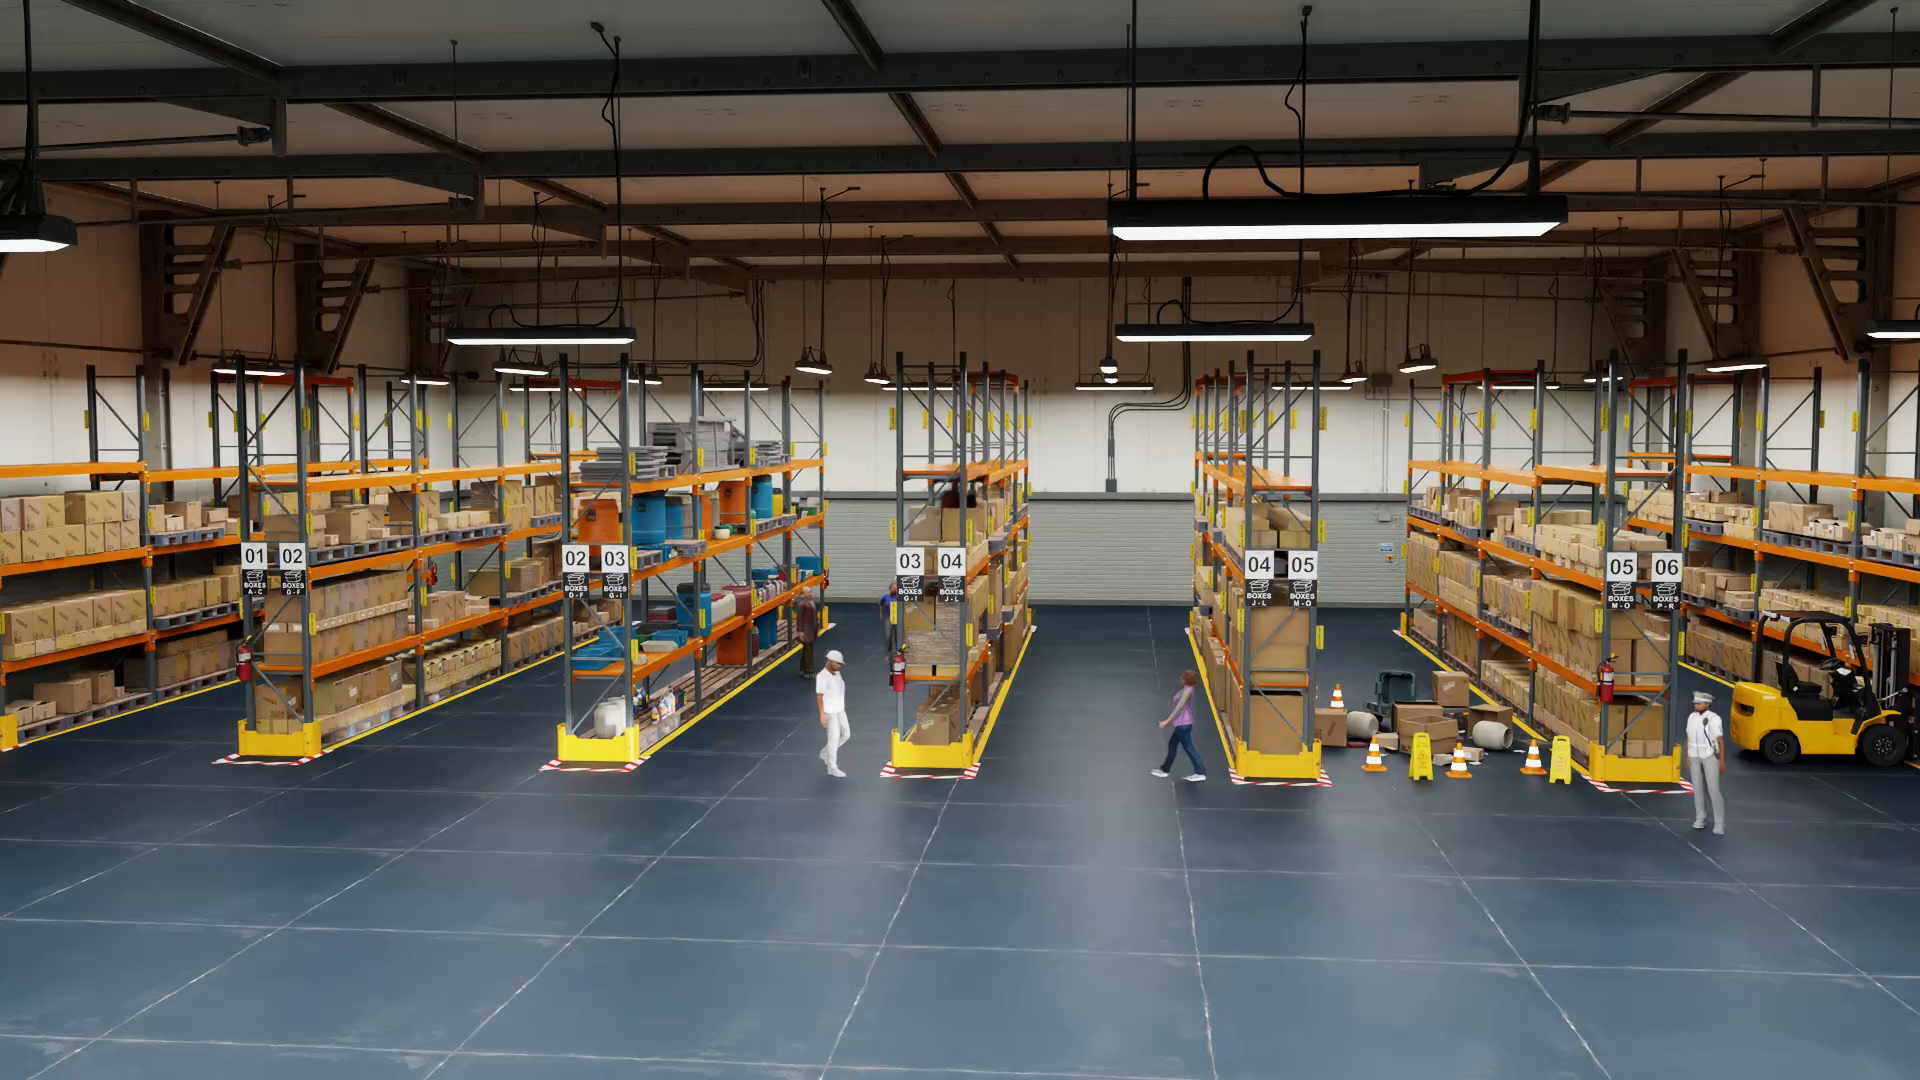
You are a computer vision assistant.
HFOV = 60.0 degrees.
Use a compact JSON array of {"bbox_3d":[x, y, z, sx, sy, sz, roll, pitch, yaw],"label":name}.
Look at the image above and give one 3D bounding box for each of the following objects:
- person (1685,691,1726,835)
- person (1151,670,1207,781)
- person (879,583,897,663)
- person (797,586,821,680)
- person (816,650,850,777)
[{"bbox_3d":[9.192,2.722,20.455,0.374,1.712,0.608,-3,5,-33],"label":"person"},{"bbox_3d":[3.031,2.567,23.138,0.853,1.537,0.537,2,4,24],"label":"person"},{"bbox_3d":[-1.407,1.701,34.587,0.627,1.609,1.028,1,4,8],"label":"person"},{"bbox_3d":[-2.902,1.805,32.577,0.586,1.803,0.628,1,4,18],"label":"person"},{"bbox_3d":[-1.821,2.450,23.730,0.561,1.770,0.663,2,4,21],"label":"person"}]
